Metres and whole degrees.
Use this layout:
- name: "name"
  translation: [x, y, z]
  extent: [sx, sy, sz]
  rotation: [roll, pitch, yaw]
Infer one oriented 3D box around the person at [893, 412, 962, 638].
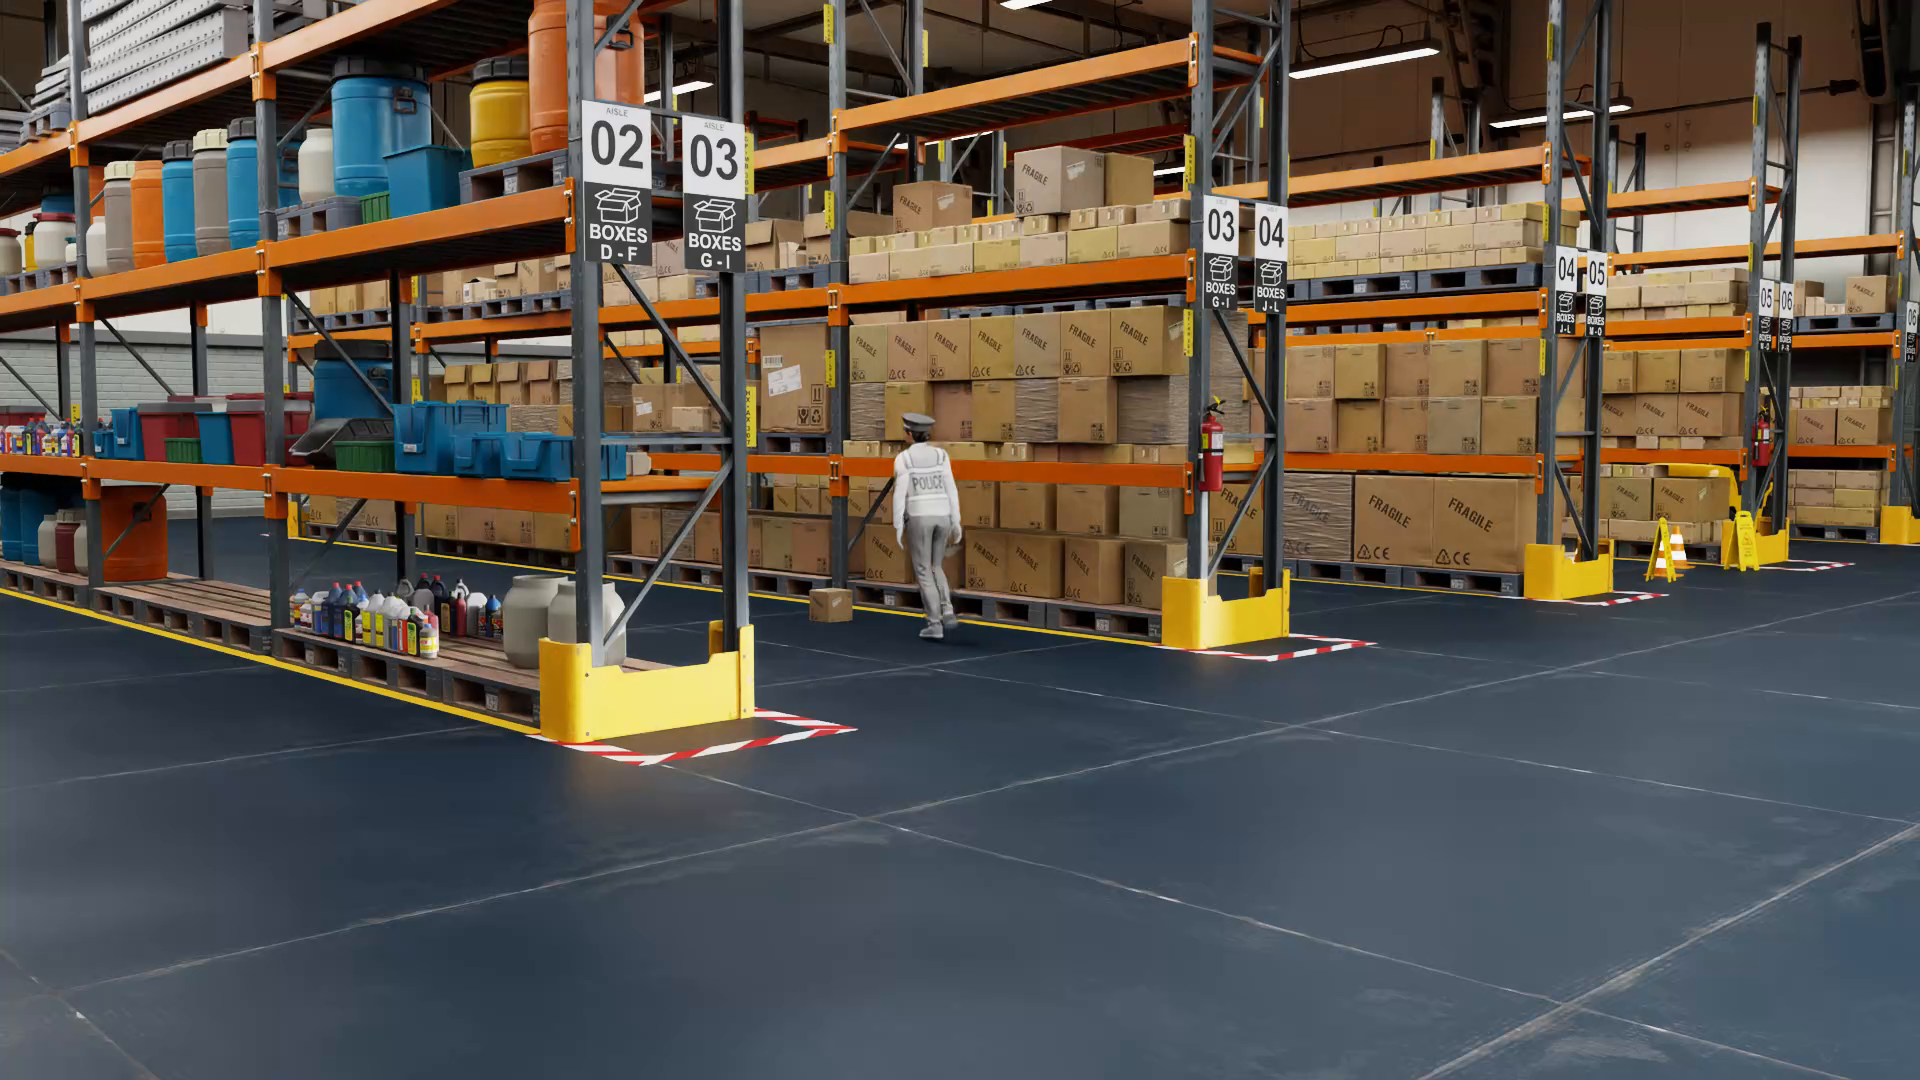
- name: "person"
  translation: [-0.261, -0.111, 12.281]
  extent: [0.508, 1.665, 0.445]
  rotation: [-2, 5, -29]
